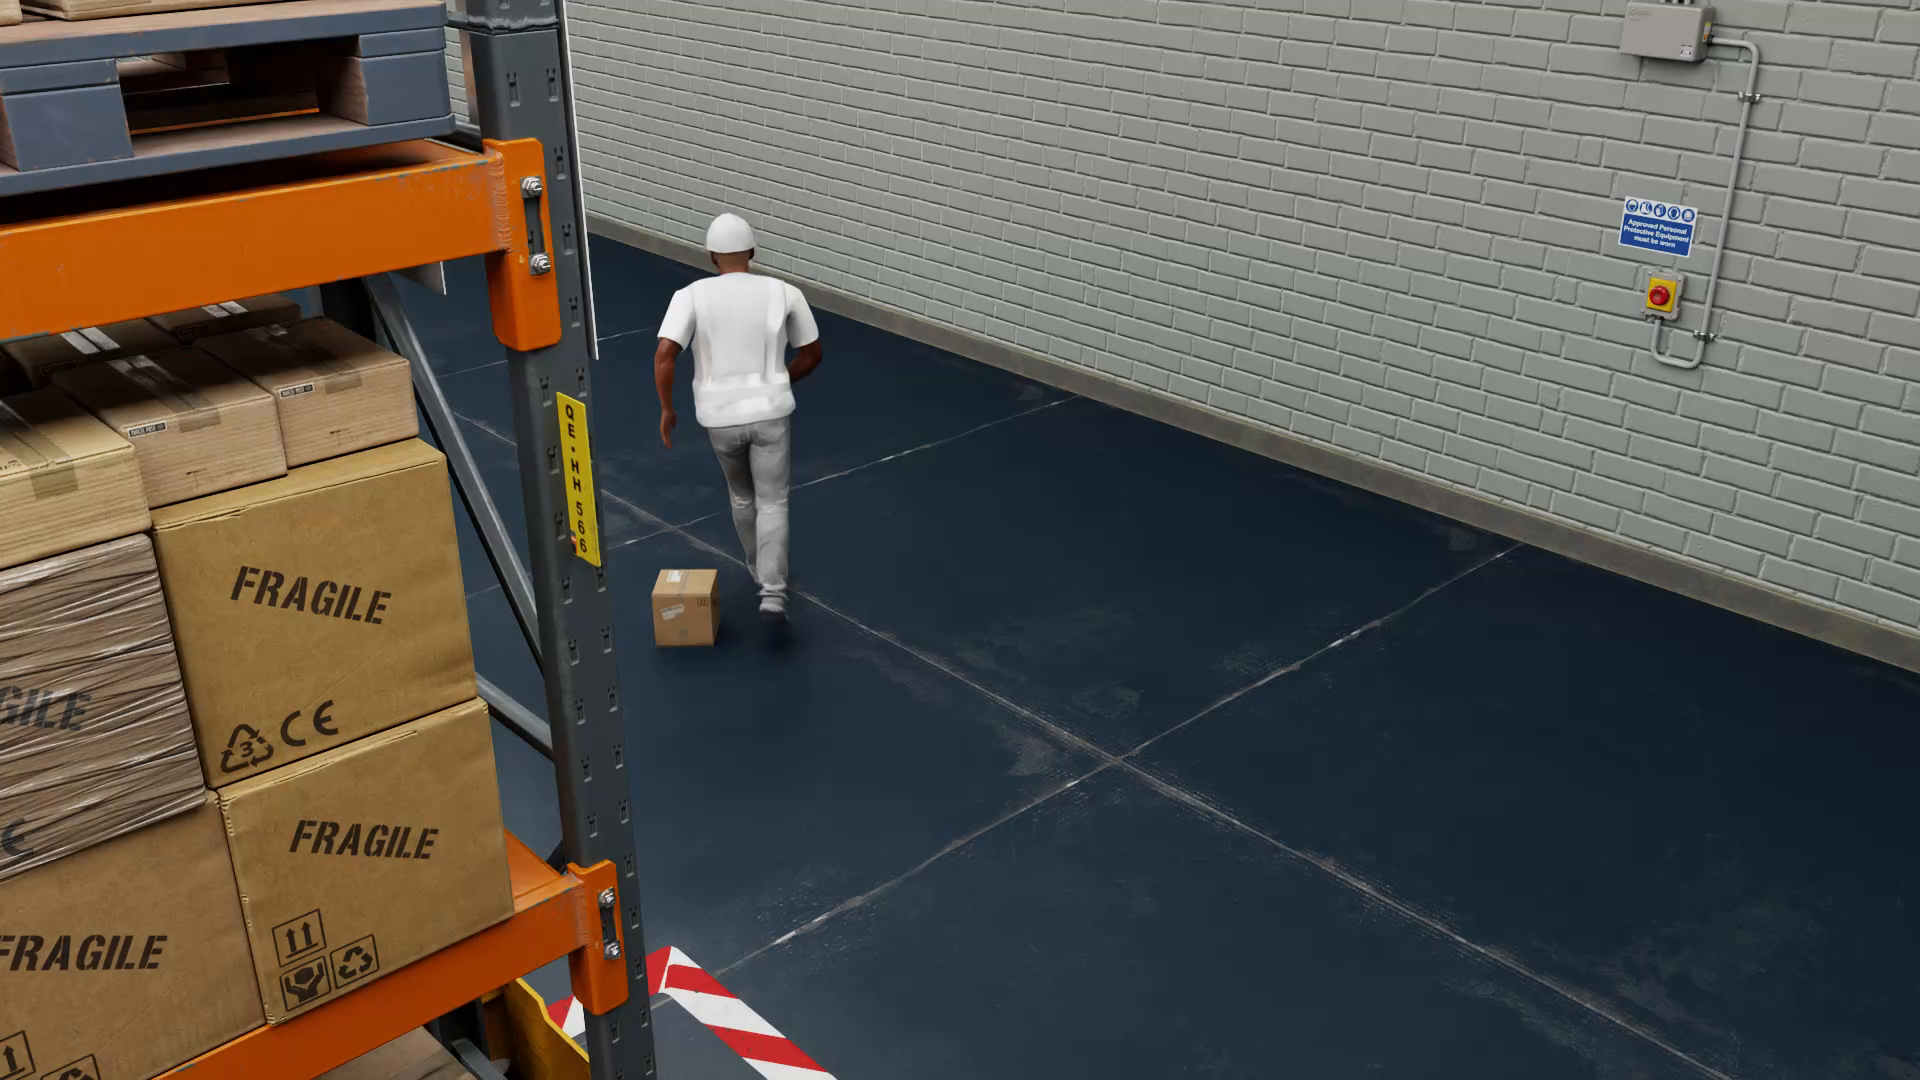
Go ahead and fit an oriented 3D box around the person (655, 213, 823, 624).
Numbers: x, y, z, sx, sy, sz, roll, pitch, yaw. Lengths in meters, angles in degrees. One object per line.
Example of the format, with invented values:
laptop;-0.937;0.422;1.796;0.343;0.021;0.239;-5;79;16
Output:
person;-0.939;-0.497;7.204;0.703;1.745;0.918;-1;24;-3
